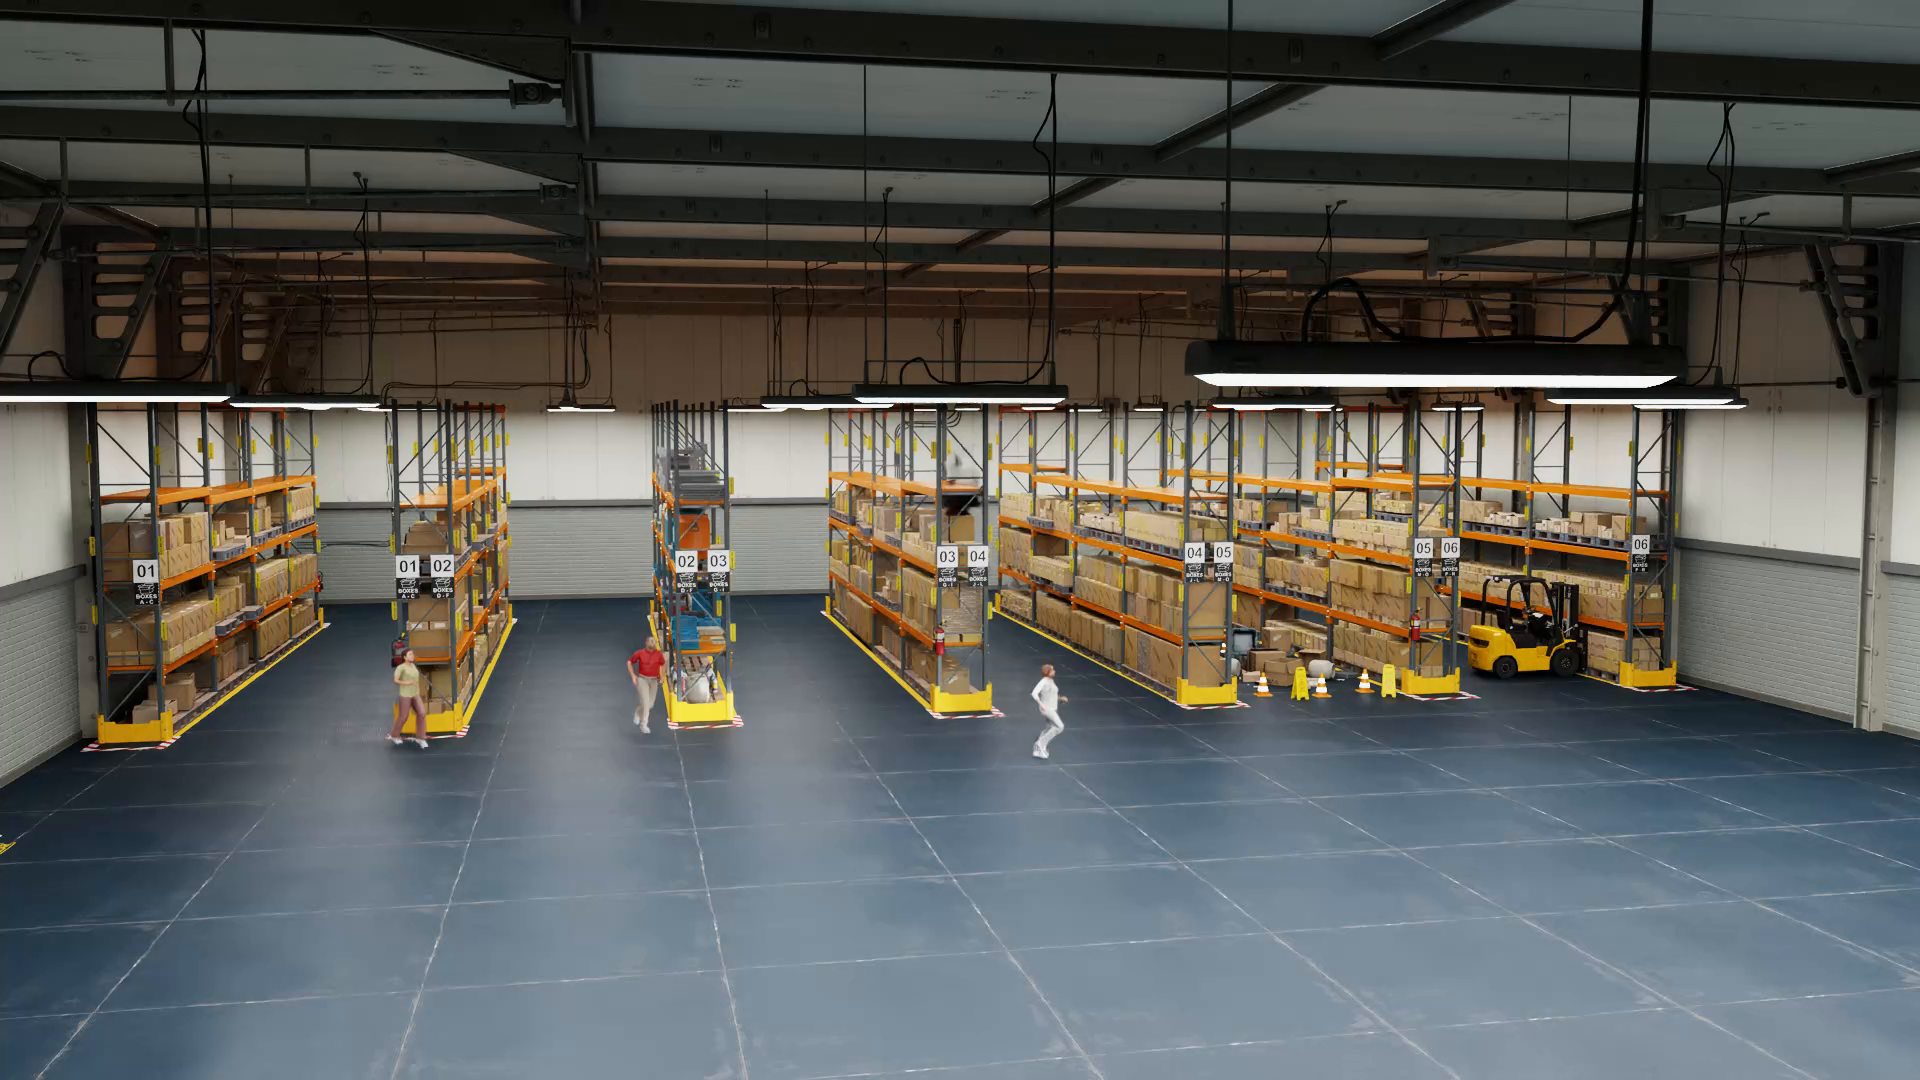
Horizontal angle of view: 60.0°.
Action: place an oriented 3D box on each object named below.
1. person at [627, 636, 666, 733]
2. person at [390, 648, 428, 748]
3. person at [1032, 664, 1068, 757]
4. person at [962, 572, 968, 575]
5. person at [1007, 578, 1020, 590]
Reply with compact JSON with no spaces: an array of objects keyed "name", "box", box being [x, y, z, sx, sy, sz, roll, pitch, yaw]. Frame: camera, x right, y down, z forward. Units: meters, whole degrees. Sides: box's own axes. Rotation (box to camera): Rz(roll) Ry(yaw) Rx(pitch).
[{"name":"person","box":[-5.694,2.607,30.319,0.703,1.708,0.750,-3,5,-35]},{"name":"person","box":[-9.485,2.715,28.644,0.813,1.698,0.586,3,5,31]},{"name":"person","box":[1.501,2.845,27.686,0.602,1.566,0.520,1,4,14]},{"name":"person","box":[-0.087,1.245,48.154,0.728,1.711,0.549,0,4,5]},{"name":"person","box":[1.646,1.090,50.027,0.637,1.707,0.703,-1,4,-7]}]
